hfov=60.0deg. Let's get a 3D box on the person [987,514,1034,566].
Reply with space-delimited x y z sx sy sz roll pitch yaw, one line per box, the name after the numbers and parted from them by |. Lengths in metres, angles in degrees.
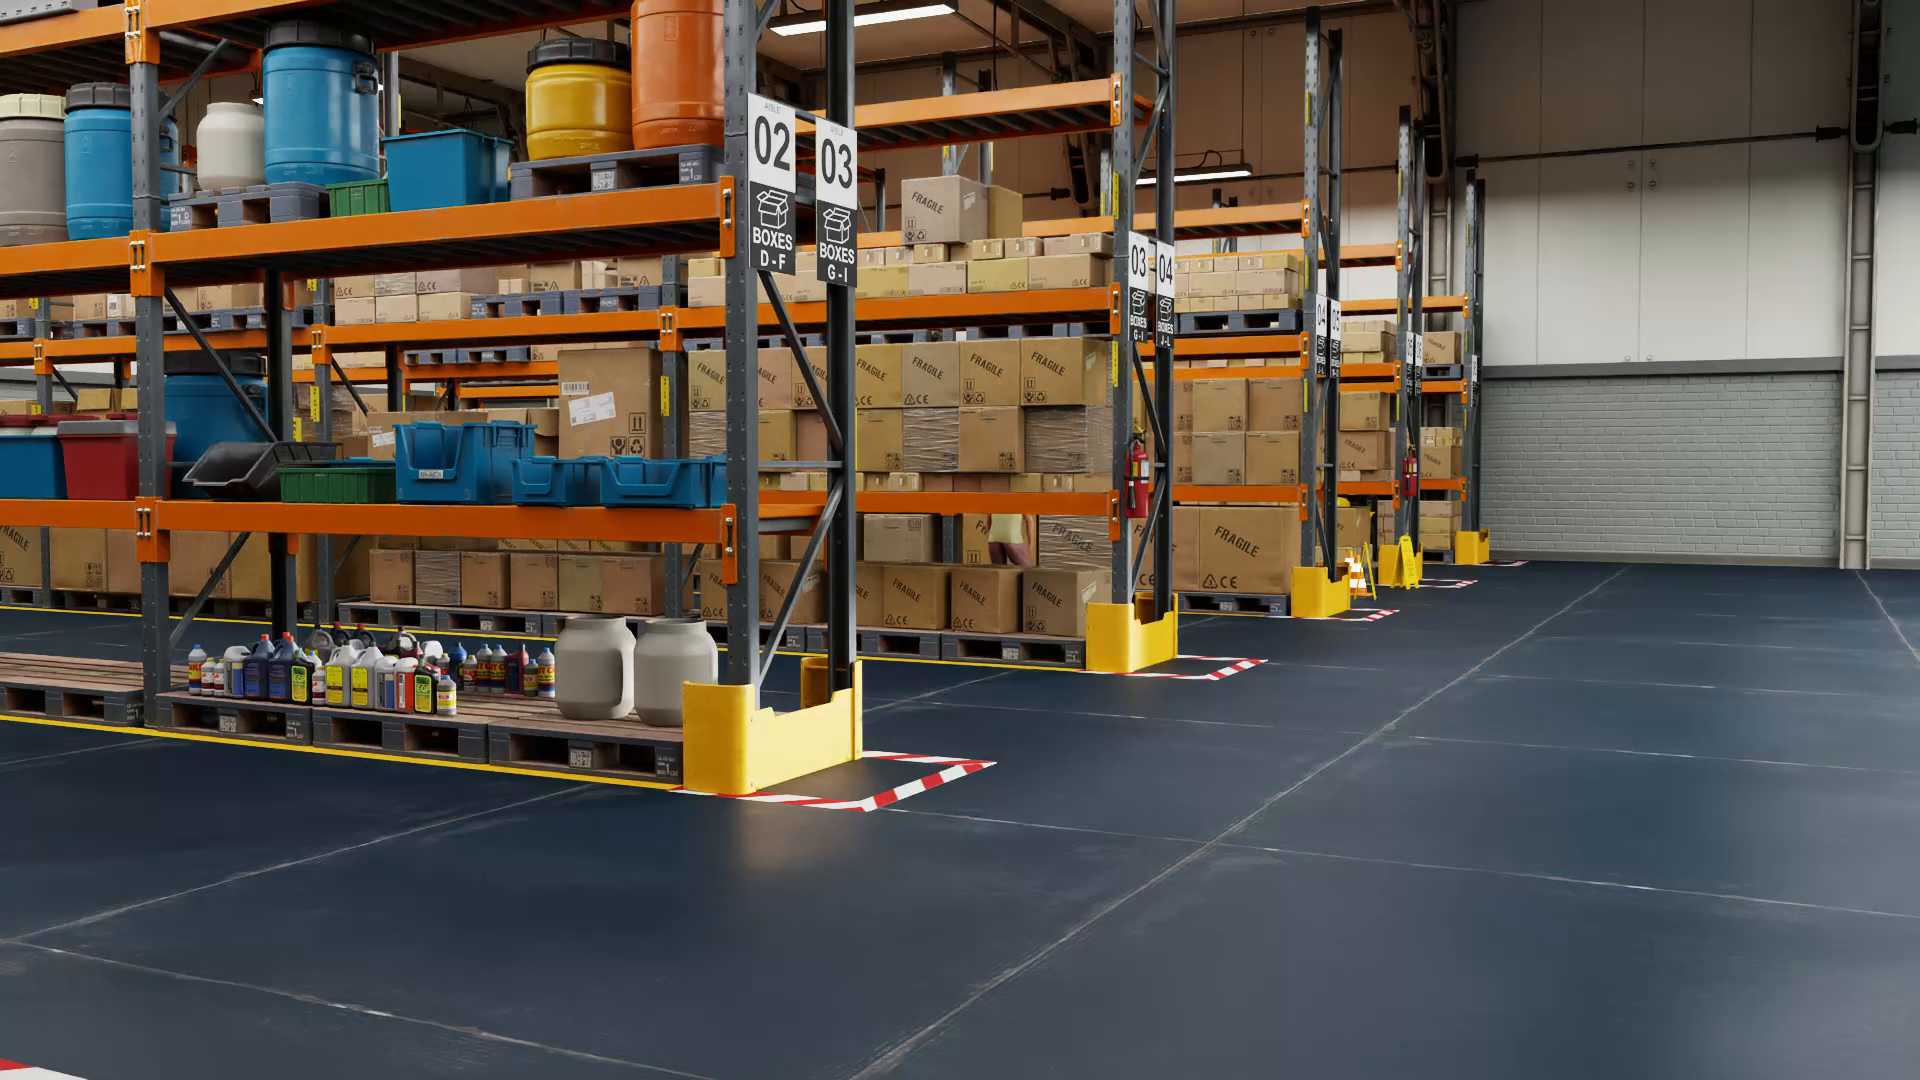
0.478 0.043 16.393 0.504 1.469 0.575 1 3 27 | person
